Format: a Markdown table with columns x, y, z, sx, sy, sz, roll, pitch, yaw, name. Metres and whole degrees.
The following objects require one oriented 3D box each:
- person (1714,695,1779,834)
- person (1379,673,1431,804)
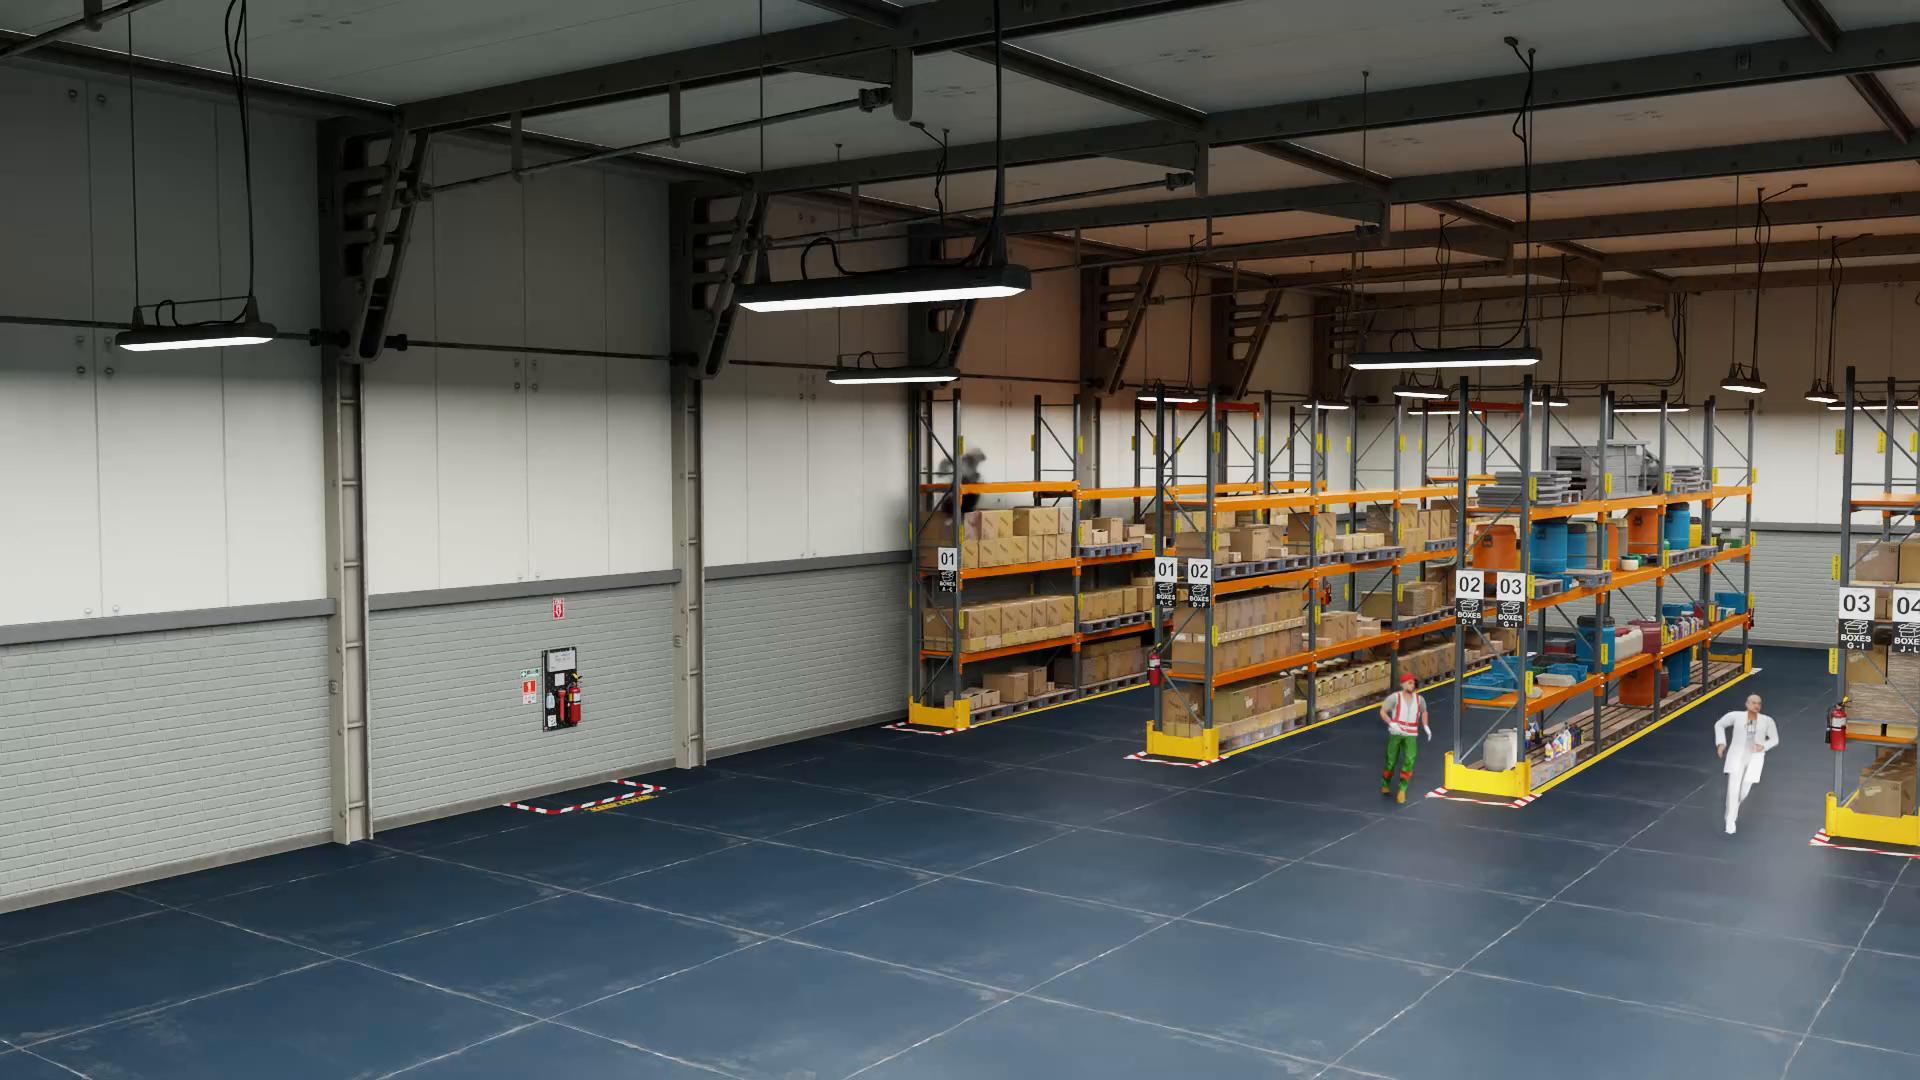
| x | y | z | sx | sy | sz | roll | pitch | yaw | name |
| --- | --- | --- | --- | --- | --- | --- | --- | --- | --- |
| 10.293 | 2.904 | 21.769 | 0.750 | 1.784 | 0.959 | 1 | 3 | 17 | person |
| 6.295 | 2.777 | 23.481 | 0.735 | 1.787 | 0.708 | 0 | 3 | 4 | person |
